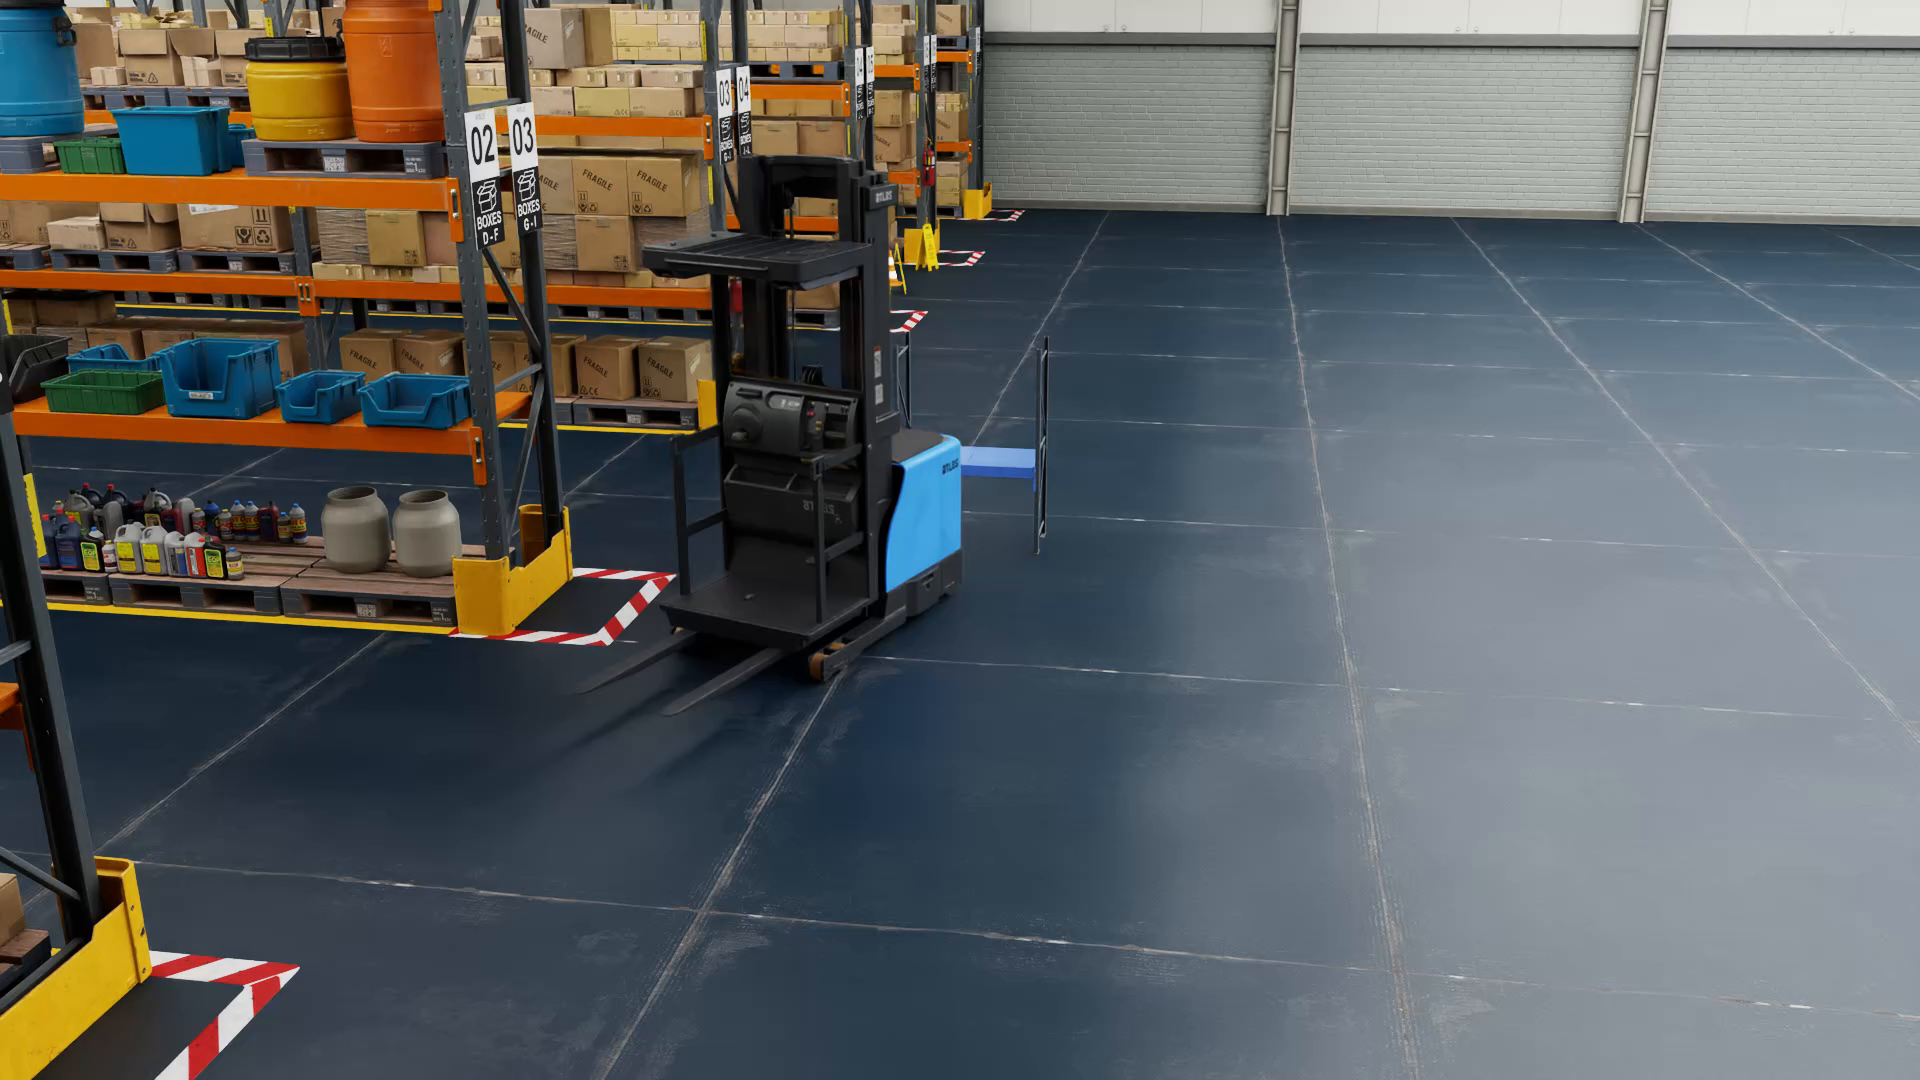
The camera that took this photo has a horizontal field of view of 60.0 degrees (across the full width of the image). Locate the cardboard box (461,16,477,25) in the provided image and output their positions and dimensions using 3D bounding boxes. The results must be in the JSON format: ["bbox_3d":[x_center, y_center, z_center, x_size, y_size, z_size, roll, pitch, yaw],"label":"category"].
[{"bbox_3d":[-8.753,-9.305,29.797,0.250,0.149,0.380,3,19,8],"label":"cardboard box"}]

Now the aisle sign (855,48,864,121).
[{"bbox_3d":[-1.157,-5.250,19.171,0.004,0.787,0.394,3,19,9],"label":"aisle sign"}]

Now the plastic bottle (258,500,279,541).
[{"bbox_3d":[-4.812,-0.141,11.585,0.133,0.283,0.061,3,19,10],"label":"plastic bottle"}]

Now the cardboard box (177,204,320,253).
[{"bbox_3d":[-6.777,-3.335,15.936,1.000,1.000,1.000,3,19,9],"label":"cardboard box"}]

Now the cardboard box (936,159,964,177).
[{"bbox_3d":[-0.214,-6.521,29.161,0.500,0.250,0.500,4,19,10],"label":"cardboard box"}]

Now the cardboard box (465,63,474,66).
[{"bbox_3d":[-4.618,-4.313,15.346,0.250,0.149,0.380,4,19,11],"label":"cardboard box"}]

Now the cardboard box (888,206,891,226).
[{"bbox_3d":[-1.326,-4.880,24.652,0.500,0.500,0.500,3,19,9],"label":"cardboard box"}]

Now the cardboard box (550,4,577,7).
[{"bbox_3d":[-6.932,-9.233,29.465,0.500,0.500,0.500,3,19,9],"label":"cardboard box"}]

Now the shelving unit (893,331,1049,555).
[{"bbox_3d":[0.084,-0.707,12.052,1.048,1.500,0.538,3,19,9],"label":"shelving unit"}]

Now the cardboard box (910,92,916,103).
[{"bbox_3d":[-0.842,-7.718,28.992,0.250,0.149,0.380,3,19,9],"label":"cardboard box"}]

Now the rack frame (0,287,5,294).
[{"bbox_3d":[-9.964,-2.969,16.449,0.127,3.000,1.000,3,19,9],"label":"rack frame"}]

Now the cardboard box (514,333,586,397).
[{"bbox_3d":[-3.890,-1.674,15.855,0.500,0.500,0.500,5,19,14],"label":"cardboard box"}]

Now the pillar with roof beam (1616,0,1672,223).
[{"bbox_3d":[10.911,-8.436,23.334,0.400,9.000,9.100,3,19,9],"label":"pillar with roof beam"}]

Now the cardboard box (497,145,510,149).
[{"bbox_3d":[-4.539,-3.444,15.666,0.500,0.500,0.500,3,19,9],"label":"cardboard box"}]

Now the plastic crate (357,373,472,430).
[{"bbox_3d":[-3.393,-0.876,10.427,0.616,0.251,0.499,3,19,9],"label":"plastic crate"}]

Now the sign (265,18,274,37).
[{"bbox_3d":[-6.099,-4.448,14.707,0.005,0.325,0.100,3,19,9],"label":"sign"}]

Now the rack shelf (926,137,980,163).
[{"bbox_3d":[-1.685,-6.986,29.588,4.000,0.370,1.077,3,19,9],"label":"rack shelf"}]

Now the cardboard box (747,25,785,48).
[{"bbox_3d":[-2.200,-5.817,19.181,0.500,0.250,0.500,3,19,9],"label":"cardboard box"}]

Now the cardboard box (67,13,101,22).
[{"bbox_3d":[-10.792,-6.348,20.456,0.258,0.266,0.396,3,19,9],"label":"cardboard box"}]

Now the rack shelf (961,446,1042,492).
[{"bbox_3d":[0.084,-0.536,12.109,1.000,0.185,0.538,3,19,9],"label":"rack shelf"}]

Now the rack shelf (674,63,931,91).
[{"bbox_3d":[-2.468,-6.853,24.464,4.000,0.370,1.077,3,19,9],"label":"rack shelf"}]

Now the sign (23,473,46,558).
[{"bbox_3d":[-3.547,-0.085,6.340,0.005,0.325,0.100,3,19,9],"label":"sign"}]

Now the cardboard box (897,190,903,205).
[{"bbox_3d":[-1.206,-6.102,29.485,0.500,0.250,0.500,3,19,9],"label":"cardboard box"}]

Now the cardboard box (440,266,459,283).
[{"bbox_3d":[-4.612,-2.488,15.408,0.250,0.149,0.380,3,19,9],"label":"cardboard box"}]

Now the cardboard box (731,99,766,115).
[{"bbox_3d":[-3.051,-6.379,24.437,0.500,0.500,0.700,3,19,7],"label":"cardboard box"}]

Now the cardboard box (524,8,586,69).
[{"bbox_3d":[-3.636,-4.413,14.624,0.500,0.500,0.500,3,19,9],"label":"cardboard box"}]

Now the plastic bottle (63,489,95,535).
[{"bbox_3d":[-6.142,-0.181,11.598,0.185,0.351,0.144,3,19,9],"label":"plastic bottle"}]

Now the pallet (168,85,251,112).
[{"bbox_3d":[-6.607,-4.165,15.594,1.003,0.211,1.213,3,19,9],"label":"pallet"}]

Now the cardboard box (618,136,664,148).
[{"bbox_3d":[-3.697,-4.809,20.010,0.550,0.550,0.875,3,19,9],"label":"cardboard box"}]

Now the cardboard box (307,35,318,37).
[{"bbox_3d":[-7.903,-5.985,20.153,0.500,0.250,0.500,3,19,10],"label":"cardboard box"}]

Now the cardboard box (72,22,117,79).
[{"bbox_3d":[-8.459,-4.678,15.885,0.500,0.500,0.500,3,19,10],"label":"cardboard box"}]

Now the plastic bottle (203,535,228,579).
[{"bbox_3d":[-4.852,0.110,10.836,0.133,0.283,0.061,3,19,10],"label":"plastic bottle"}]

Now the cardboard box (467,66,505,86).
[{"bbox_3d":[-4.190,-4.139,14.827,0.250,0.149,0.380,3,19,10],"label":"cardboard box"}]

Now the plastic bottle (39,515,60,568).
[{"bbox_3d":[-6.069,0.002,11.050,0.185,0.351,0.144,3,19,10],"label":"plastic bottle"}]

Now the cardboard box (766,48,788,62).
[{"bbox_3d":[-2.063,-5.601,19.165,0.250,0.149,0.380,3,19,9],"label":"cardboard box"}]

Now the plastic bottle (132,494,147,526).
[{"bbox_3d":[-5.762,-0.189,11.730,0.133,0.283,0.061,4,19,12],"label":"plastic bottle"}]

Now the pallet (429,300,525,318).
[{"bbox_3d":[-5.902,-3.009,20.964,1.213,0.211,1.003,3,19,9],"label":"pallet"}]

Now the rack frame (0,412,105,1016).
[{"bbox_3d":[-3.640,0.537,5.971,0.127,3.000,1.000,3,19,9],"label":"rack frame"}]

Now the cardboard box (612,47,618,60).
[{"bbox_3d":[-4.073,-5.703,19.471,0.250,0.149,0.380,3,19,8],"label":"cardboard box"}]

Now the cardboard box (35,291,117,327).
[{"bbox_3d":[-8.773,-2.300,16.514,0.500,0.250,0.500,5,19,15],"label":"cardboard box"}]

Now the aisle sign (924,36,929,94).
[{"bbox_3d":[-0.478,-6.810,23.831,0.004,0.787,0.394,3,19,9],"label":"aisle sign"}]

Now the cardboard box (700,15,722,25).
[{"bbox_3d":[-2.821,-6.018,19.154,0.250,0.149,0.380,3,19,8],"label":"cardboard box"}]

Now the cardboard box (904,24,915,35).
[{"bbox_3d":[-0.812,-7.434,24.206,0.250,0.149,0.380,3,19,8],"label":"cardboard box"}]

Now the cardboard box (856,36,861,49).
[{"bbox_3d":[-1.536,-7.135,23.939,0.500,0.250,0.500,3,19,8],"label":"cardboard box"}]

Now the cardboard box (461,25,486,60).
[{"bbox_3d":[-7.458,-7.493,25.084,0.500,0.500,0.700,3,19,9],"label":"cardboard box"}]

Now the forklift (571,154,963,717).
[{"bbox_3d":[-1.121,-0.718,9.829,1.130,2.935,3.031,10,21,27],"label":"forklift"}]

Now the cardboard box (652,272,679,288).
[{"bbox_3d":[-2.626,-2.410,15.173,0.250,0.149,0.380,3,19,9],"label":"cardboard box"}]

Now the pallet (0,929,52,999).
[{"bbox_3d":[-4.402,1.834,6.489,1.213,0.211,1.003,3,19,9],"label":"pallet"}]

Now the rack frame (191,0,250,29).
[{"bbox_3d":[-9.078,-7.363,20.126,0.127,3.000,1.000,3,19,9],"label":"rack frame"}]

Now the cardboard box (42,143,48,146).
[{"bbox_3d":[-11.820,-5.082,21.561,0.250,0.149,0.380,3,19,8],"label":"cardboard box"}]

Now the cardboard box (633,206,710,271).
[{"bbox_3d":[-2.604,-2.791,15.291,0.500,0.500,0.875,3,19,9],"label":"cardboard box"}]
